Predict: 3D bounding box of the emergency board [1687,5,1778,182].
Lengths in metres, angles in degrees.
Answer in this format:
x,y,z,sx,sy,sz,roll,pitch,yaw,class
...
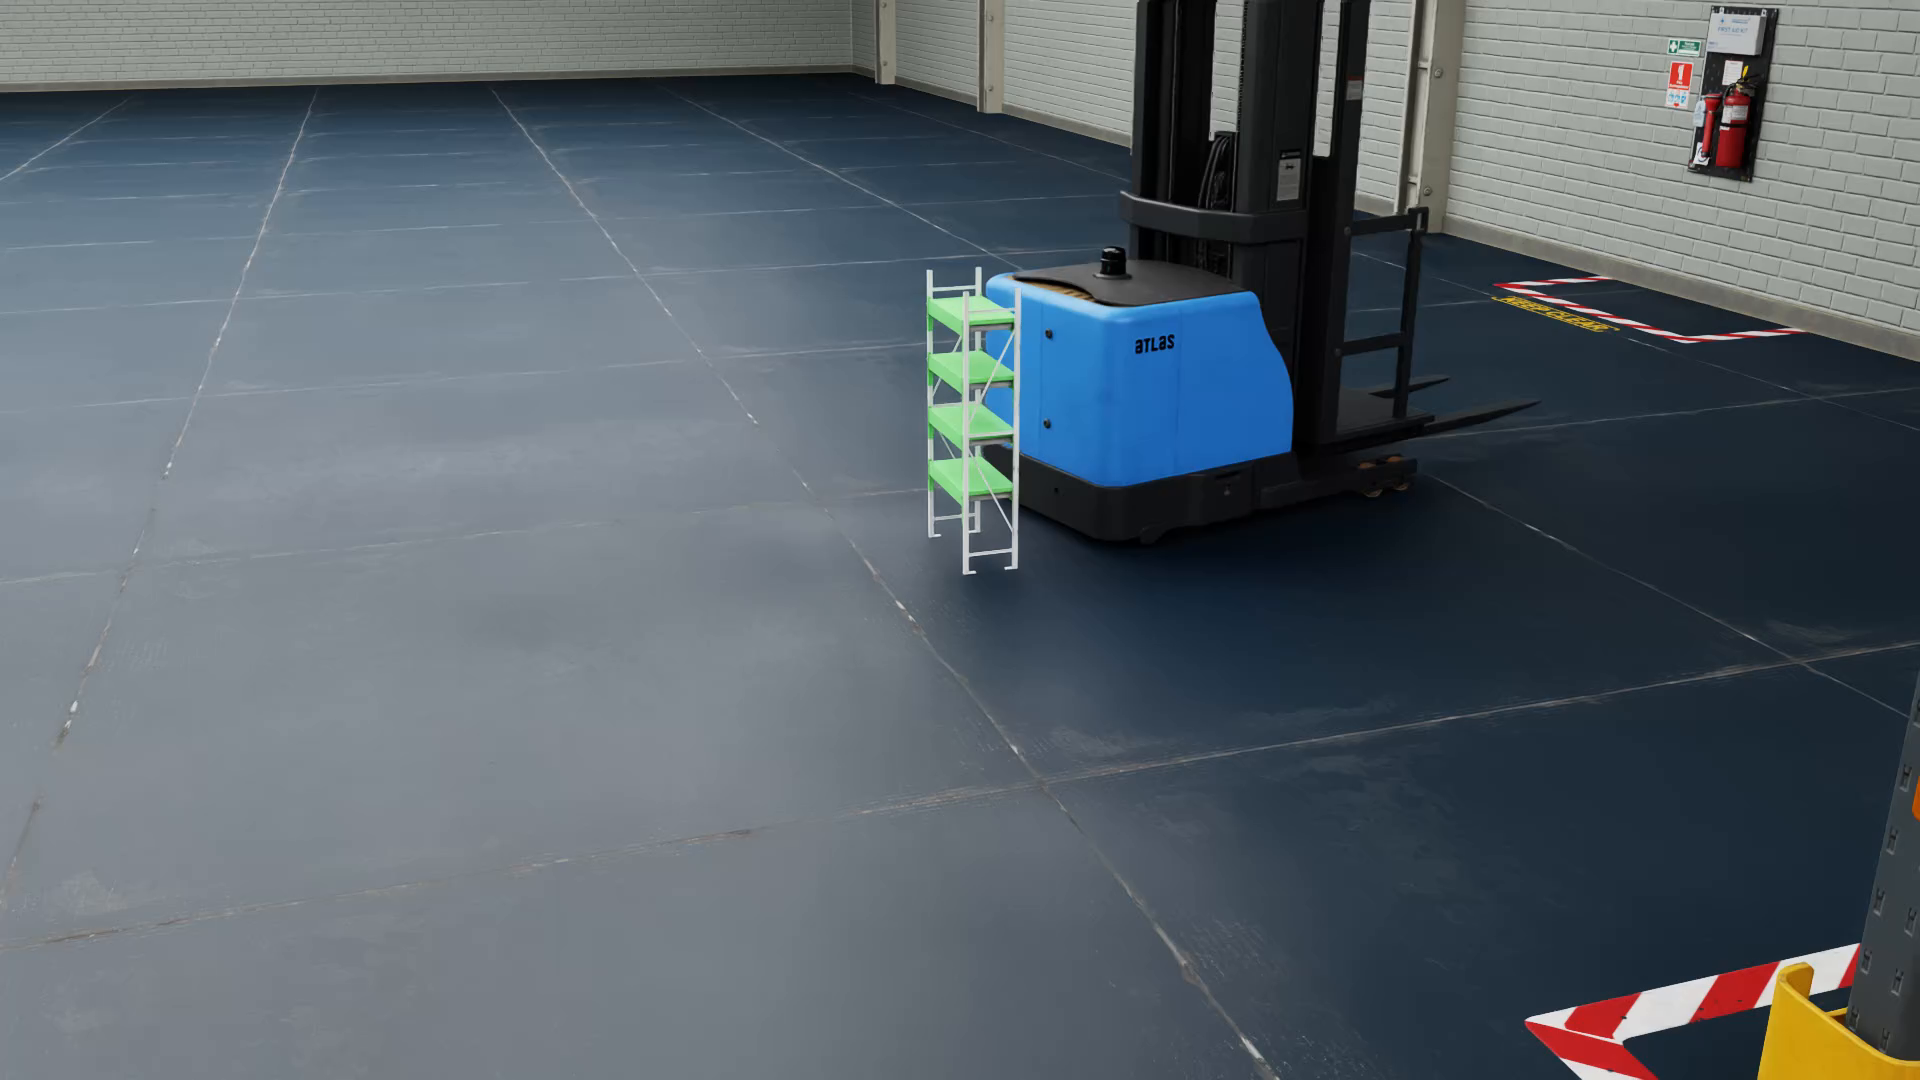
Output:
x,y,z,sx,sy,sz,roll,pitch,yaw,class
5.398,-3.163,11.786,0.194,1.169,0.643,-6,21,-17,emergency board

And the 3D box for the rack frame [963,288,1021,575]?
x,y,z,sx,sy,sz,roll,pitch,yaw,class
0.129,-0.433,6.848,0.240,1.200,0.015,-6,21,-17,rack frame

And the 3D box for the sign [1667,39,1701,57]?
x,y,z,sx,sy,sz,roll,pitch,yaw,class
5.315,-3.615,12.208,0.001,0.109,0.331,-6,21,-17,sign

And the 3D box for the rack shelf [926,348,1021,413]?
x,y,z,sx,sy,sz,roll,pitch,yaw,class
0.052,-0.677,7.006,0.258,0.148,0.480,-6,21,-17,rack shelf

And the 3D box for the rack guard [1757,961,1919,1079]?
x,y,z,sx,sy,sz,roll,pitch,yaw,class
2.274,1.123,3.551,1.175,0.500,0.348,-6,21,-17,rack guard

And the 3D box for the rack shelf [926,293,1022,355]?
x,y,z,sx,sy,sz,roll,pitch,yaw,class
0.052,-0.903,6.925,0.258,0.148,0.480,-6,21,-17,rack shelf

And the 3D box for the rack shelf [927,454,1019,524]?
x,y,z,sx,sy,sz,roll,pitch,yaw,class
0.052,-0.226,7.169,0.258,0.148,0.480,-6,21,-17,rack shelf

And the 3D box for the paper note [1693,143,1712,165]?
x,y,z,sx,sy,sz,roll,pitch,yaw,class
5.408,-2.813,12.113,0.016,0.148,0.142,-6,21,-17,paper note

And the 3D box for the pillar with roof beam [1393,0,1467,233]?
x,y,z,sx,sy,sz,roll,pitch,yaw,class
0.166,-6.657,12.639,9.100,9.000,0.400,-6,21,-17,pillar with roof beam

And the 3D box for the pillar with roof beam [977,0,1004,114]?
x,y,z,sx,sy,sz,roll,pitch,yaw,class
-3.606,-10.508,23.361,9.100,9.000,0.400,-6,21,-17,pillar with roof beam

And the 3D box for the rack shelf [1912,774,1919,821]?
x,y,z,sx,sy,sz,roll,pitch,yaw,class
2.910,0.935,1.441,1.077,0.370,4.000,-6,21,-17,rack shelf

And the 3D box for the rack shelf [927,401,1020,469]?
x,y,z,sx,sy,sz,roll,pitch,yaw,class
0.052,-0.451,7.087,0.258,0.148,0.480,-6,21,-17,rack shelf

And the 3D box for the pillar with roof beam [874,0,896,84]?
x,y,z,sx,sy,sz,roll,pitch,yaw,class
-5.492,-12.434,28.721,9.100,9.000,0.400,-6,21,-17,pillar with roof beam

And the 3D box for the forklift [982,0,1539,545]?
x,y,z,sx,sy,sz,roll,pitch,yaw,class
1.619,-1.719,7.868,3.031,2.935,1.130,-12,23,-31,forklift

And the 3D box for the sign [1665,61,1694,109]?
x,y,z,sx,sy,sz,roll,pitch,yaw,class
5.322,-3.368,12.304,0.001,0.329,0.234,-6,21,-17,sign

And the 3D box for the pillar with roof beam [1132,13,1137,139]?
x,y,z,sx,sy,sz,roll,pitch,yaw,class
-1.720,-8.583,18.000,9.100,9.000,0.400,-6,21,-17,pillar with roof beam

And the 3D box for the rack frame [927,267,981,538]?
x,y,z,sx,sy,sz,roll,pitch,yaw,class
-0.025,-0.590,7.284,0.240,1.200,0.015,-6,21,-17,rack frame

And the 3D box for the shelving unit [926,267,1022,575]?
x,y,z,sx,sy,sz,roll,pitch,yaw,class
0.052,-0.512,7.066,0.258,1.200,0.503,-6,21,-17,shelving unit
